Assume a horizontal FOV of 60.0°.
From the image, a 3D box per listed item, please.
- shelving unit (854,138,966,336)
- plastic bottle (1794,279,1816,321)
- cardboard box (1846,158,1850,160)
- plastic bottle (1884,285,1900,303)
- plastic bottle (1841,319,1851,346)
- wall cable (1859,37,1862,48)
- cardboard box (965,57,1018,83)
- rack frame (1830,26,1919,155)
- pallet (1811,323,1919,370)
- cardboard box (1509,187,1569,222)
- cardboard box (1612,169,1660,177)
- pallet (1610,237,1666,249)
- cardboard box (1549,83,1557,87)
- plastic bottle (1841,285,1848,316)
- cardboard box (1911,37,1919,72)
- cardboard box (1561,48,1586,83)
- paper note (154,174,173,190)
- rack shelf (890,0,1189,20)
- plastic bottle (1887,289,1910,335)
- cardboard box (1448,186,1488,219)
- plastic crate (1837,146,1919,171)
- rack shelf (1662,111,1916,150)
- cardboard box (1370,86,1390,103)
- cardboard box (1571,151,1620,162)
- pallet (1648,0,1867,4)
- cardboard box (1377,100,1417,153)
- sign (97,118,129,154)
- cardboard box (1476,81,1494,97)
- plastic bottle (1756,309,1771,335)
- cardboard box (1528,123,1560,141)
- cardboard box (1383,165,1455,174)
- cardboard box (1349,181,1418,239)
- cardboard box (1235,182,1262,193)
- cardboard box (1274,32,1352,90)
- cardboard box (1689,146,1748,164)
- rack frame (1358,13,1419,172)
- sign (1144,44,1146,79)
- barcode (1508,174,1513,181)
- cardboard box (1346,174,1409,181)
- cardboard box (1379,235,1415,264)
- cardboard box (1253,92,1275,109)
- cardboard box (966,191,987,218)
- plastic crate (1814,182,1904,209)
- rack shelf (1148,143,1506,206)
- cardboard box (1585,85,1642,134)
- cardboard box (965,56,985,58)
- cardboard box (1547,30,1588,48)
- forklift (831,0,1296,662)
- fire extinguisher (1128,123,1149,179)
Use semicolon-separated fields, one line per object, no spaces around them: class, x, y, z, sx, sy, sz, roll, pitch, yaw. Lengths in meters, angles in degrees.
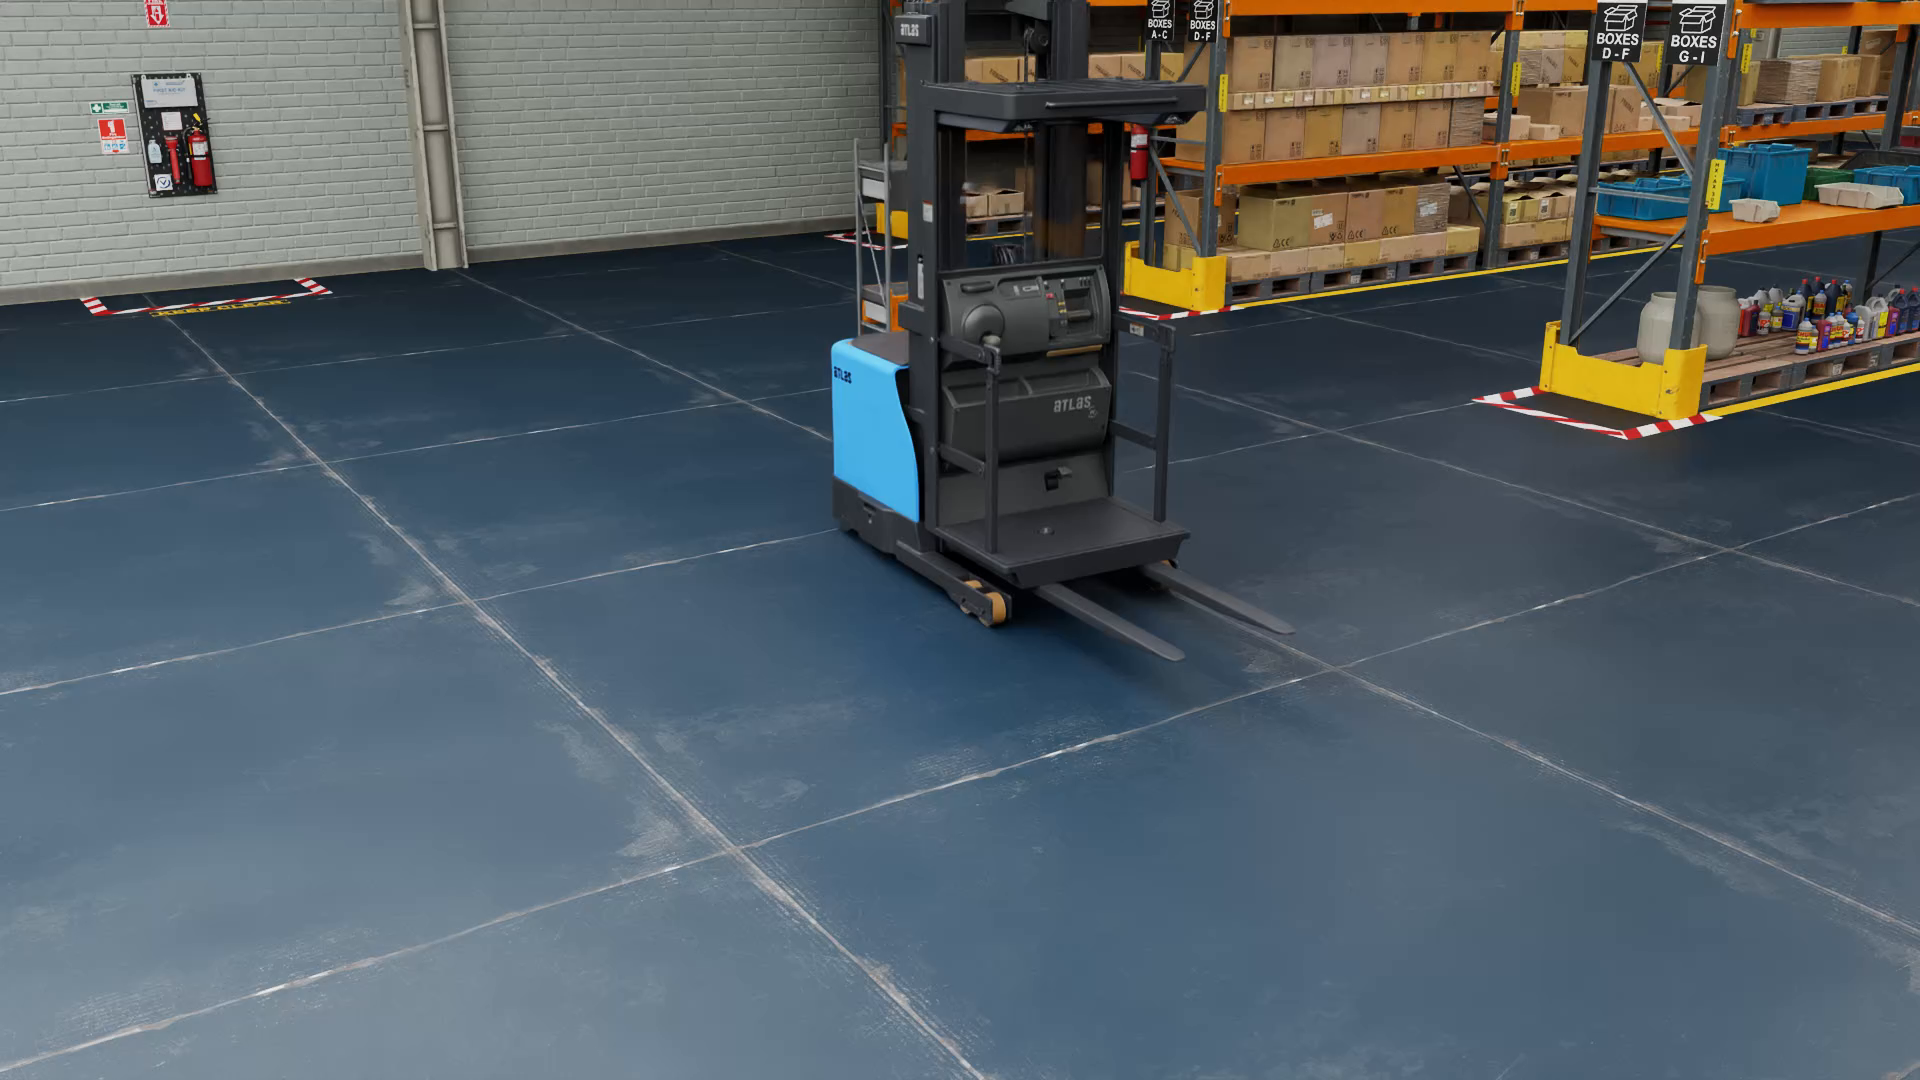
shelving unit;-0.281;-1.262;9.699;0.503;2.100;0.431;-10;21;-28
plastic bottle;7.083;-2.013;13.965;0.185;0.351;0.144;-13;23;-34
cardboard box;11.849;-4.719;21.737;0.500;0.500;0.500;-12;22;-32
plastic bottle;7.684;-1.925;13.706;0.185;0.351;0.144;-12;22;-31
plastic bottle;6.940;-1.634;13.076;0.097;0.201;0.097;0;19;0
wall cable;17.637;-10.159;30.093;0.112;2.526;3.097;-12;22;-31
cardboard box;0.336;-5.451;19.717;0.500;0.500;0.500;-12;22;-31
rack frame;12.103;-5.859;21.891;0.127;3.000;1.000;-12;22;-31
pallet;7.559;-1.696;13.931;1.213;0.211;1.003;-12;22;-31
cardboard box;6.325;-3.704;18.281;0.500;0.311;0.500;-12;22;-32
cardboard box;8.164;-4.302;20.049;0.500;0.311;0.500;-11;22;-30
pallet;8.054;-3.698;19.855;1.213;0.211;1.003;-12;22;-31
cardboard box;8.810;-6.854;25.195;0.250;0.149;0.380;-11;22;-30
plastic bottle;7.440;-2.014;14.073;0.133;0.283;0.061;-12;22;-31
cardboard box;12.652;-6.387;21.737;0.500;0.500;0.500;-11;22;-30
cardboard box;9.129;-7.232;25.301;0.500;0.500;0.500;-12;22;-32
paper note;-7.819;-3.512;16.325;0.142;0.148;0.016;-12;22;-31
rack shelf;1.024;-6.502;20.233;4.000;0.370;1.077;-12;22;-31
plastic bottle;7.603;-1.853;13.492;0.185;0.351;0.144;-13;23;-34
cardboard box;5.602;-3.760;18.444;0.500;0.311;0.500;-12;22;-31
plastic crate;7.636;-3.036;13.639;0.504;0.338;0.767;-12;22;-31
rack shelf;10.433;-5.166;20.964;4.000;0.370;1.077;-12;22;-31
cardboard box;4.031;-4.428;16.490;0.250;0.149;0.380;-11;22;-30
cardboard box;10.057;-6.302;26.449;0.500;0.500;0.700;-12;22;-31
pallet;5.547;-3.870;11.621;1.213;0.211;1.003;-12;22;-31
cardboard box;4.197;-4.235;16.932;0.500;0.500;0.700;-12;22;-31
sign;-8.152;-3.889;16.009;0.234;0.329;0.001;-12;22;-31
cardboard box;5.313;-4.699;17.291;0.250;0.149;0.380;-12;22;-31
plastic bottle;6.521;-1.774;13.492;0.097;0.201;0.097;0;19;0
cardboard box;6.274;-4.432;18.063;0.250;0.149;0.380;-12;22;-31
cardboard box;6.721;-5.753;24.280;0.750;0.750;0.750;-12;22;-32
cardboard box;4.315;-3.387;17.046;0.500;0.500;0.500;-12;22;-31
cardboard box;3.704;-5.037;22.675;0.500;0.500;0.700;-12;22;-32
cardboard box;3.379;-4.678;16.217;0.500;0.500;0.700;-12;22;-31
cardboard box;9.459;-4.772;20.722;0.500;0.250;0.500;-11;22;-29
rack frame;6.035;-6.478;23.724;0.127;3.000;1.000;-12;22;-31
sign;1.794;-4.553;15.852;0.005;0.325;0.100;-12;22;-31
barcode;5.864;-3.862;17.702;0.075;0.075;0.001;-12;22;-31
cardboard box;4.449;-3.613;17.715;0.500;0.500;0.500;-12;22;-31
cardboard box;4.322;-3.028;17.156;0.500;0.250;0.500;-12;22;-31
cardboard box;2.746;-4.158;15.692;0.250;0.149;0.380;-13;22;-33
cardboard box;-0.019;-4.102;20.205;0.500;0.311;0.500;-15;24;-37
plastic crate;6.926;-2.645;12.797;0.437;0.136;0.530;-12;22;-31
rack shelf;3.752;-3.756;16.796;4.000;0.370;1.077;-12;22;-31
cardboard box;7.370;-4.901;18.903;0.500;0.500;0.500;-13;23;-34
cardboard box;0.056;-5.589;20.125;0.500;0.500;0.500;-12;22;-31
cardboard box;9.126;-7.585;25.175;0.500;0.250;0.500;-11;22;-30
forklift;0.446;-1.139;8.038;1.130;2.935;3.031;-10;21;-28
fire extinguisher;1.727;-3.812;15.957;0.183;0.674;0.296;-12;22;-31
